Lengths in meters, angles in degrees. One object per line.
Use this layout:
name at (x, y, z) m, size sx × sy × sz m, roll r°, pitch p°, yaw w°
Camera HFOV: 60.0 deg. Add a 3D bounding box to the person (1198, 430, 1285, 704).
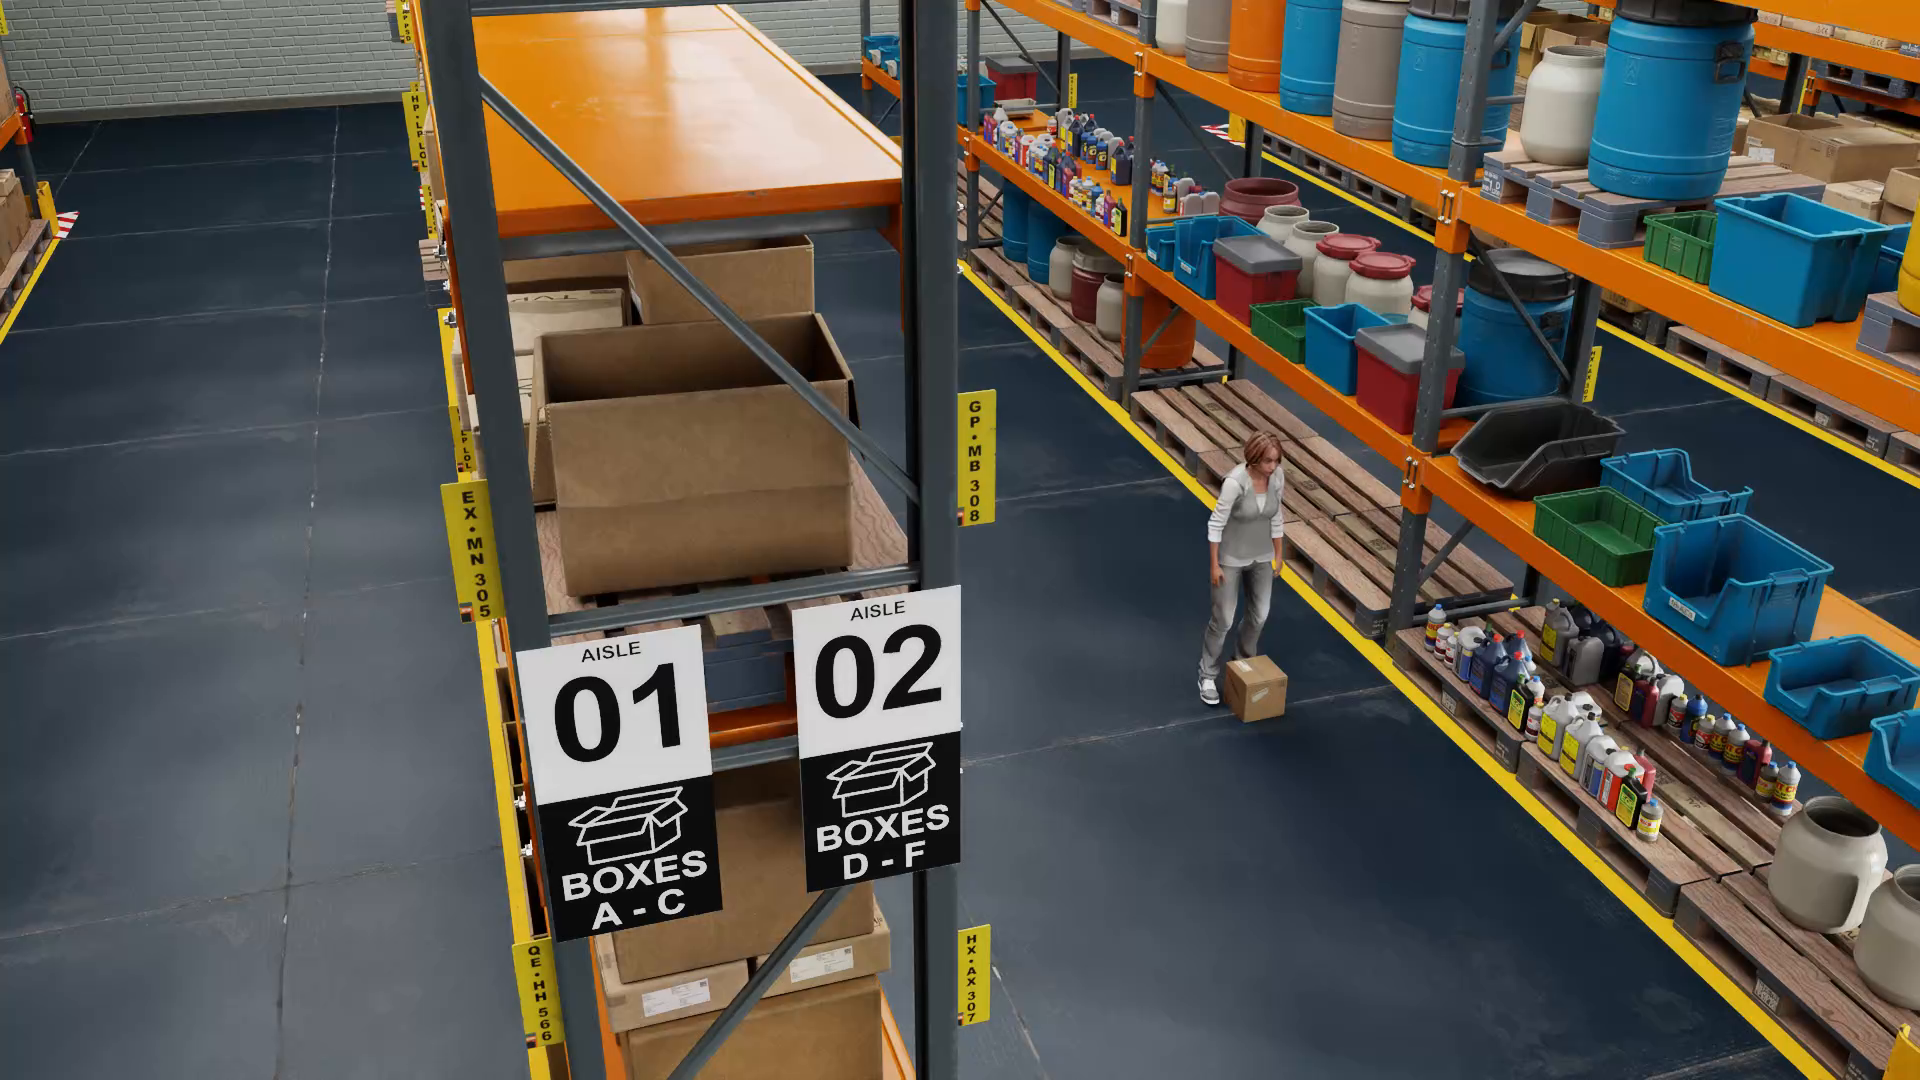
person at (1.555, 0.174, 9.134) m, size 0.484 × 1.479 × 0.346 m, roll -10°, pitch 28°, yaw -19°
